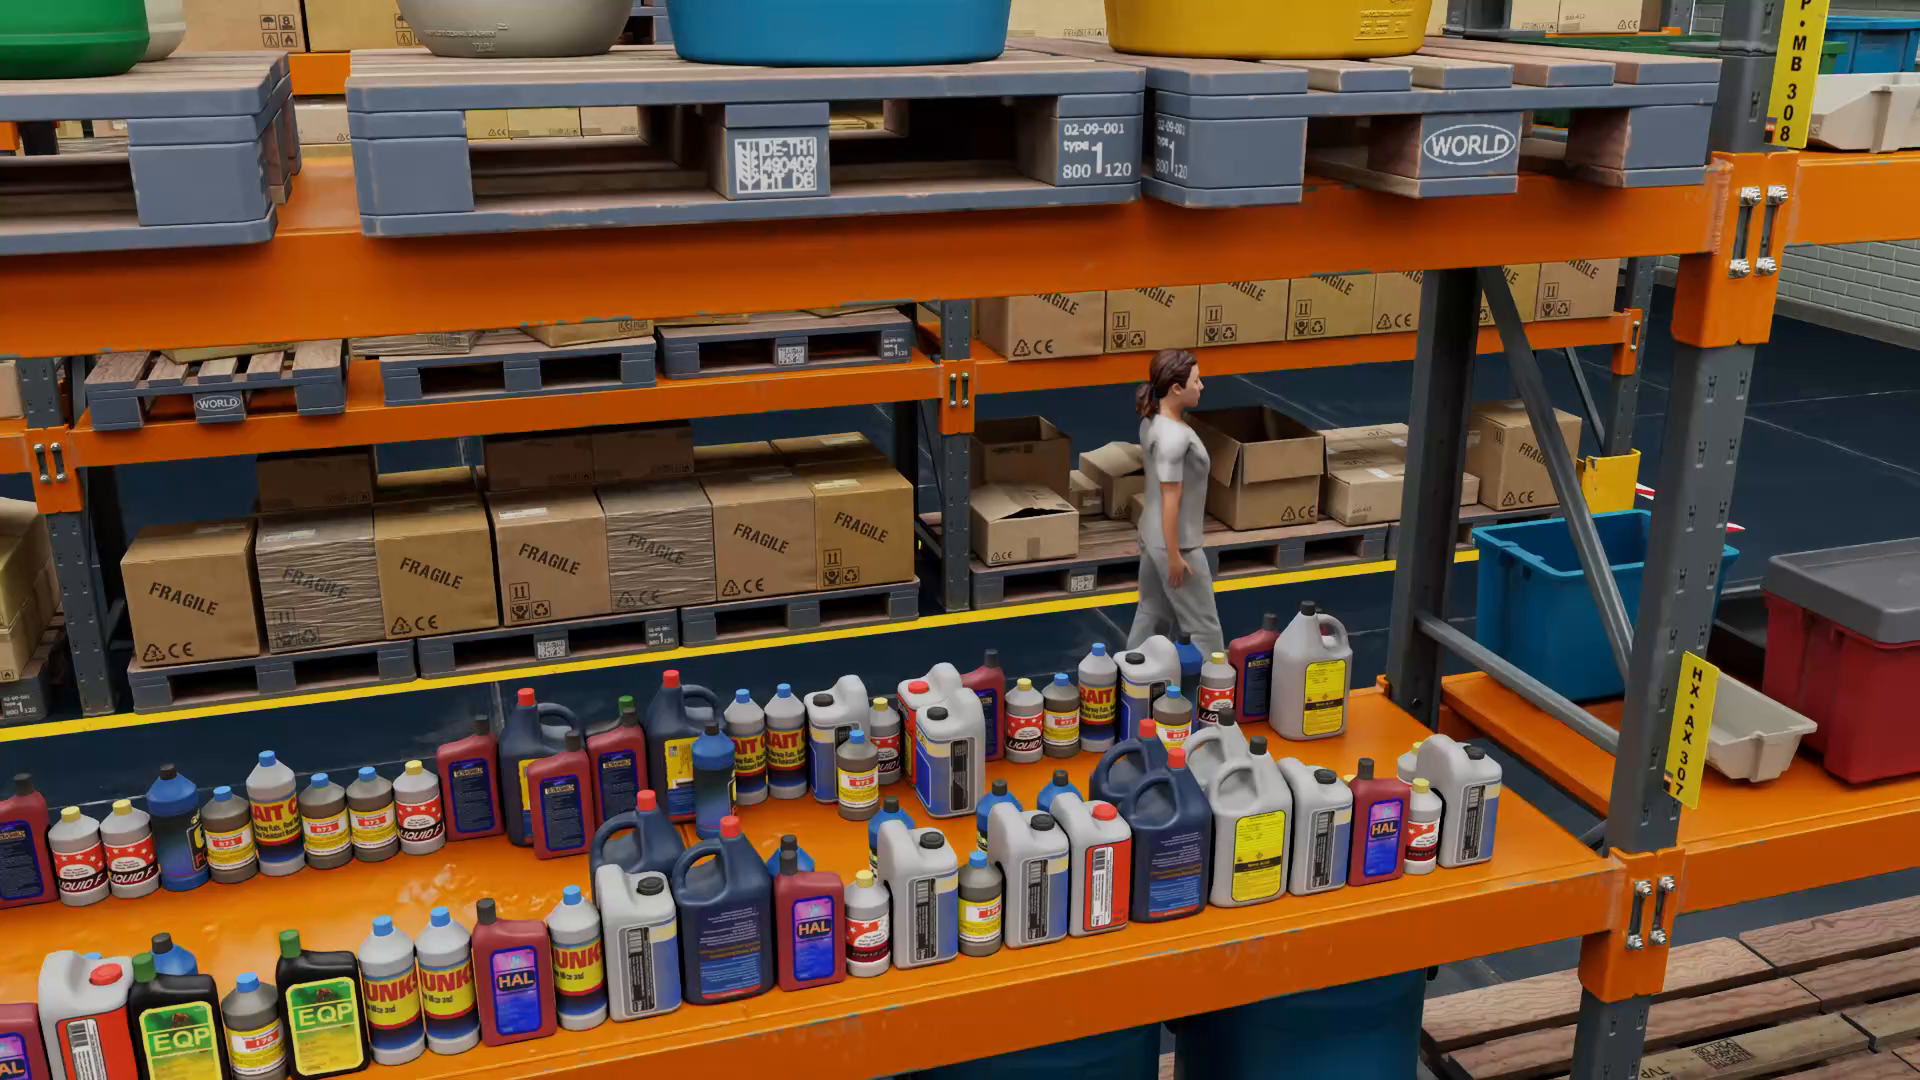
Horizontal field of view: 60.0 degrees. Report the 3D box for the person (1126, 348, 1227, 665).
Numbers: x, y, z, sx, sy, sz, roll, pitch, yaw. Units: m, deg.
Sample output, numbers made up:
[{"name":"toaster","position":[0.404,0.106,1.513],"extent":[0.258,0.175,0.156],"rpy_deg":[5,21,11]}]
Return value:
[{"name":"person","position":[1.013,0.012,7.027],"extent":[0.624,1.668,0.449],"rpy_deg":[-1,19,-4]}]
